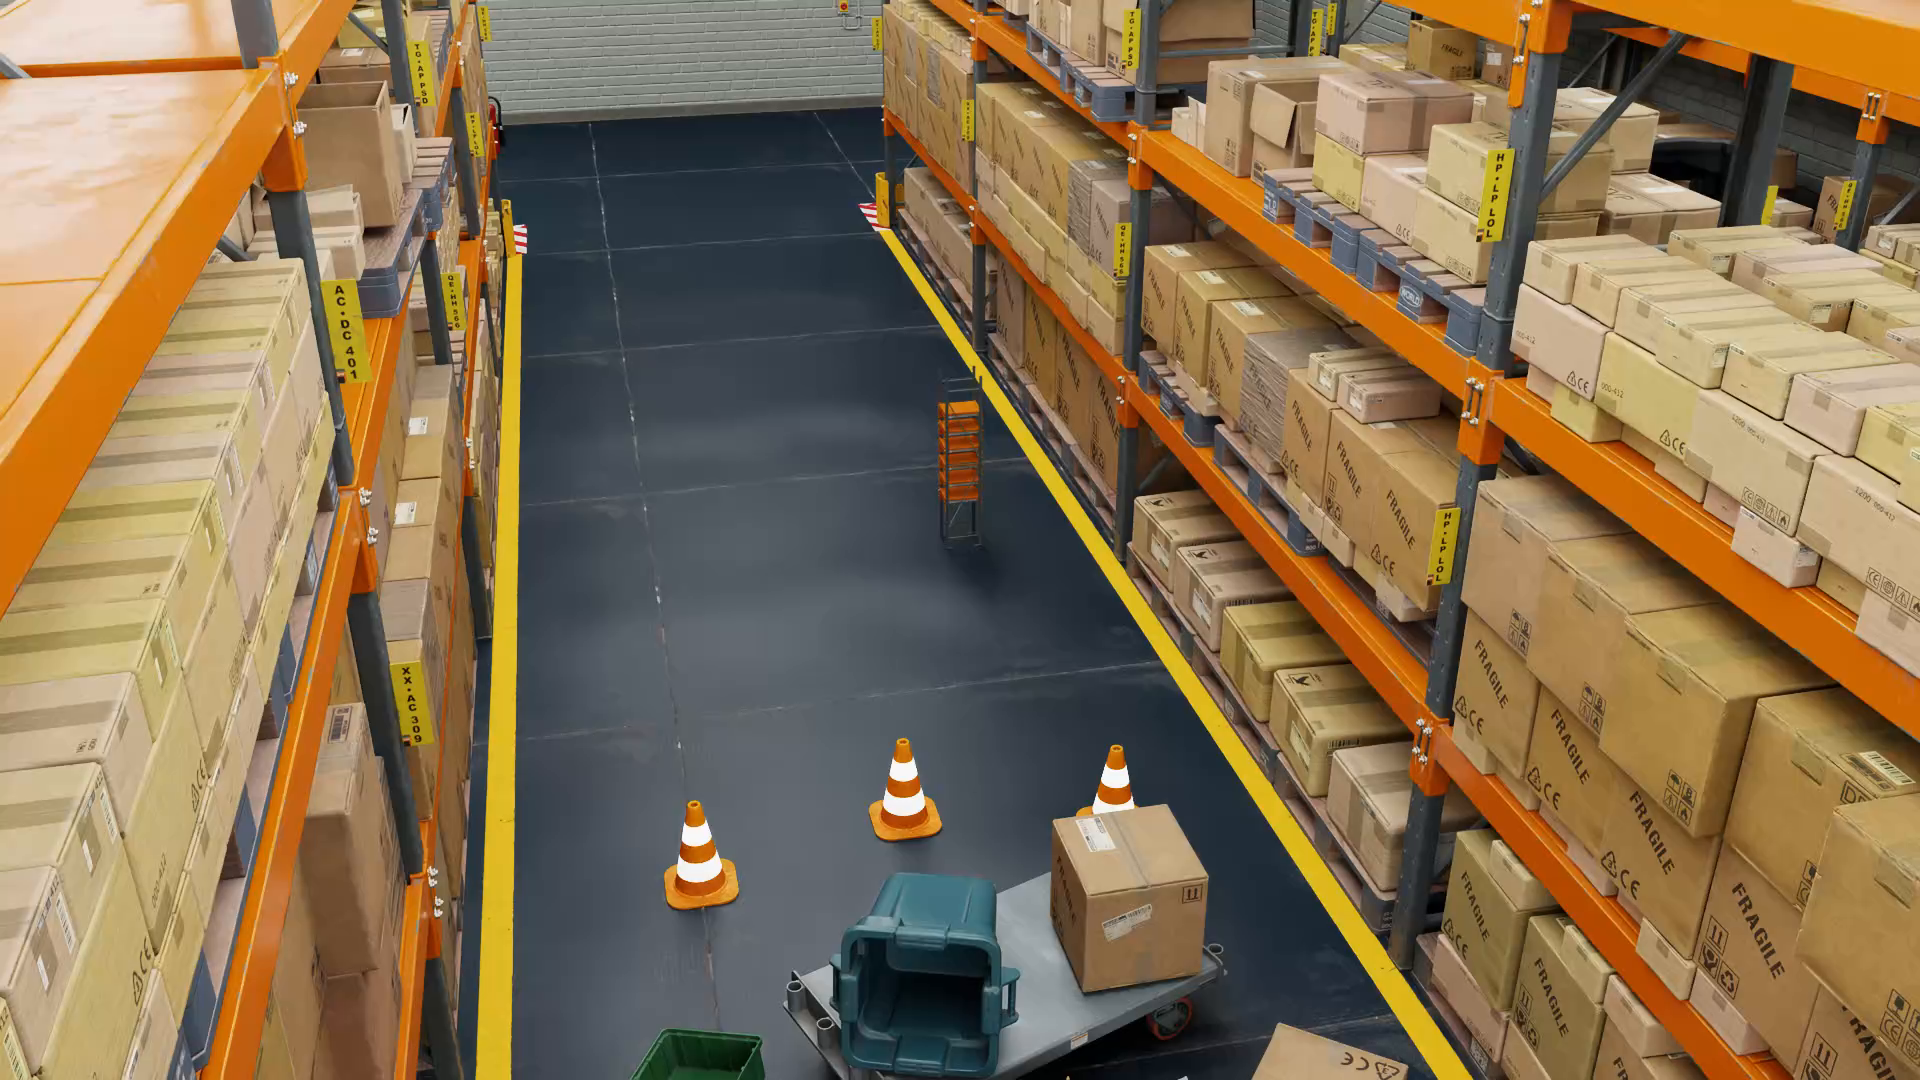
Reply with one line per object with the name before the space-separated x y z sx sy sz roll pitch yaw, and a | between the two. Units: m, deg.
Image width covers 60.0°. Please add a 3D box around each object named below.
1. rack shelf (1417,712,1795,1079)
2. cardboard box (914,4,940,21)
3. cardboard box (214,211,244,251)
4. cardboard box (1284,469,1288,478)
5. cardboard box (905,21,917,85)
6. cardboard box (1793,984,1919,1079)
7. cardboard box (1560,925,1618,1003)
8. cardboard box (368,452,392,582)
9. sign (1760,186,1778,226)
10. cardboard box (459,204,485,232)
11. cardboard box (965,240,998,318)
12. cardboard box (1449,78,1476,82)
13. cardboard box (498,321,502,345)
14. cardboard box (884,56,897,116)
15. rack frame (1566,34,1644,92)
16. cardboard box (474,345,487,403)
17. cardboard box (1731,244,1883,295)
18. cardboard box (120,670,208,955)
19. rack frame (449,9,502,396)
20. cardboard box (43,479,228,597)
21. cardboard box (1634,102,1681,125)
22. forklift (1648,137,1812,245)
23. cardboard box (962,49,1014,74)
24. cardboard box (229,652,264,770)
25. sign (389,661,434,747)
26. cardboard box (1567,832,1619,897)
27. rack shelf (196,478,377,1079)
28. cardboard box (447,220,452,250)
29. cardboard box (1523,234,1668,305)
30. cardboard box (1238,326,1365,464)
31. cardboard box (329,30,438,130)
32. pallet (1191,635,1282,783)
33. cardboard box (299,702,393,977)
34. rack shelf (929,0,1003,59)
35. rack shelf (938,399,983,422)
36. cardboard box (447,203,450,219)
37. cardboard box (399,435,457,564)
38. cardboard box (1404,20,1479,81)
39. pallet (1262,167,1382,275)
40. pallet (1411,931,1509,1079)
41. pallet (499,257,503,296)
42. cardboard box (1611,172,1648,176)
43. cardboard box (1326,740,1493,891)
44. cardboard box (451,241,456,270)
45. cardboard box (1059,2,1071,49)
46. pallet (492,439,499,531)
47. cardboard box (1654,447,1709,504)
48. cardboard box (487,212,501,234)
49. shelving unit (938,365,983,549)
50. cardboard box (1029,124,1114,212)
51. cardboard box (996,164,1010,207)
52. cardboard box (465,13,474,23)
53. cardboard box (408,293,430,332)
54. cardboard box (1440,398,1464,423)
rack shelf | 2.859 1.686 5.225 1.077 0.370 4.000 -6 27 -12
cardboard box | -0.223 -4.921 15.576 0.380 0.149 0.250 -6 27 -11
cardboard box | -2.884 -0.990 5.990 0.500 0.250 0.500 -6 27 -12
cardboard box | 1.848 -0.362 8.297 0.380 0.149 0.250 -7 28 -13
cardboard box | -0.219 -4.581 15.623 0.500 0.500 0.500 -6 27 -12
cardboard box | 2.701 1.415 4.523 0.500 0.500 0.500 -6 27 -12
cardboard box | 2.365 1.475 5.878 0.380 0.149 0.250 -5 27 -10
cardboard box | -2.741 -0.122 6.788 0.700 0.500 0.500 -6 27 -11
sign | 2.935 -1.141 6.126 0.100 0.325 0.005 -6 27 -12
cardboard box | -3.940 -2.524 13.046 0.380 0.149 0.250 -5 27 -10
cardboard box | 0.568 -2.355 14.811 0.875 0.438 0.875 -6 27 -12
cardboard box | 4.746 -4.460 16.441 0.500 0.250 0.500 -7 28 -13
cardboard box | -4.024 -1.702 13.838 0.380 0.149 0.250 -5 27 -10
cardboard box | -0.468 -4.586 16.742 0.500 0.500 0.500 -6 27 -12
rack frame | 5.440 -3.531 14.763 1.000 3.000 0.127 -6 27 -12
cardboard box | -3.545 -1.125 11.473 0.500 0.250 0.500 -7 28 -14
cardboard box | 2.825 -0.873 5.561 0.380 0.149 0.250 -7 28 -13
cardboard box | -1.579 0.471 2.765 0.500 0.250 0.500 -6 27 -12
rack frame | -4.195 -2.478 12.677 1.000 3.000 0.127 -6 27 -12
cardboard box | -1.656 0.014 3.228 0.380 0.149 0.250 -6 27 -11
cardboard box | 5.448 -3.300 13.729 0.700 0.500 0.500 -6 27 -11
forklift | 3.885 -0.531 8.896 1.130 2.935 3.031 -7 28 -13
cardboard box | 0.226 -3.909 13.571 0.380 0.149 0.250 -7 28 -13
cardboard box | -1.654 0.372 3.403 0.380 0.149 0.250 -6 27 -12
sign | -1.852 0.555 5.619 0.100 0.325 0.005 -6 27 -12
cardboard box | 2.385 1.101 5.865 0.380 0.149 0.250 -5 27 -10
rack shelf | -1.941 0.894 3.466 1.077 0.370 4.000 -6 27 -12
cardboard box | -3.676 -2.073 11.357 0.380 0.149 0.250 -7 28 -14
cardboard box | 2.161 -0.925 5.664 0.380 0.149 0.250 -6 27 -13
cardboard box | 1.738 -0.732 8.311 0.500 0.500 0.500 -7 28 -14
cardboard box | -3.282 -2.602 9.483 0.500 0.500 0.500 -6 27 -12
pallet | 1.953 0.853 9.171 1.003 0.211 1.213 -6 27 -12
cardboard box | -2.105 0.880 4.659 0.875 0.550 0.550 -6 27 -12
rack shelf | 0.154 -4.921 14.987 1.077 0.370 4.000 -6 27 -12
rack shelf | 0.003 -0.811 10.671 0.258 0.103 0.180 -6 27 -12
cardboard box | -3.737 -2.316 11.508 0.380 0.149 0.250 -6 27 -12
cardboard box | -2.707 -0.158 7.969 0.500 0.500 0.500 -6 27 -12
cardboard box | 4.717 -4.802 16.286 0.500 0.500 0.500 -5 27 -10
pallet | 2.136 -1.505 7.629 1.213 0.211 1.003 -6 27 -12
pallet | 2.594 2.023 6.854 1.003 0.211 1.213 -6 27 -12
pallet | -4.931 -2.596 16.005 1.003 0.211 1.213 -6 27 -12
cardboard box | 2.552 -1.492 7.096 0.500 0.250 0.500 -6 27 -12
cardboard box | 2.287 1.243 7.756 0.950 0.372 0.625 -6 27 -11
cardboard box | -3.675 -1.944 11.432 0.380 0.149 0.250 -7 28 -14
cardboard box | 0.855 -3.305 10.669 0.396 0.266 0.258 -7 28 -13
pallet | -3.739 -0.355 11.565 1.003 0.211 1.213 -6 27 -12
cardboard box | 2.425 -0.246 5.205 0.380 0.149 0.250 -5 27 -10
cardboard box | -4.547 -2.991 15.731 0.380 0.149 0.250 -7 28 -13
shelving unit | 0.003 -0.529 10.814 0.258 1.200 0.189 -6 27 -12
cardboard box | 0.799 -2.626 11.751 0.500 0.500 0.500 -6 27 -12
cardboard box | 0.574 -2.733 12.795 0.500 0.250 0.500 -6 27 -11
cardboard box | -4.637 -4.460 15.053 0.500 0.500 0.500 -7 28 -13
cardboard box | -3.210 -1.287 9.471 0.380 0.149 0.250 -6 27 -12
cardboard box | 2.468 -0.333 7.520 0.500 0.500 0.500 -6 27 -11
